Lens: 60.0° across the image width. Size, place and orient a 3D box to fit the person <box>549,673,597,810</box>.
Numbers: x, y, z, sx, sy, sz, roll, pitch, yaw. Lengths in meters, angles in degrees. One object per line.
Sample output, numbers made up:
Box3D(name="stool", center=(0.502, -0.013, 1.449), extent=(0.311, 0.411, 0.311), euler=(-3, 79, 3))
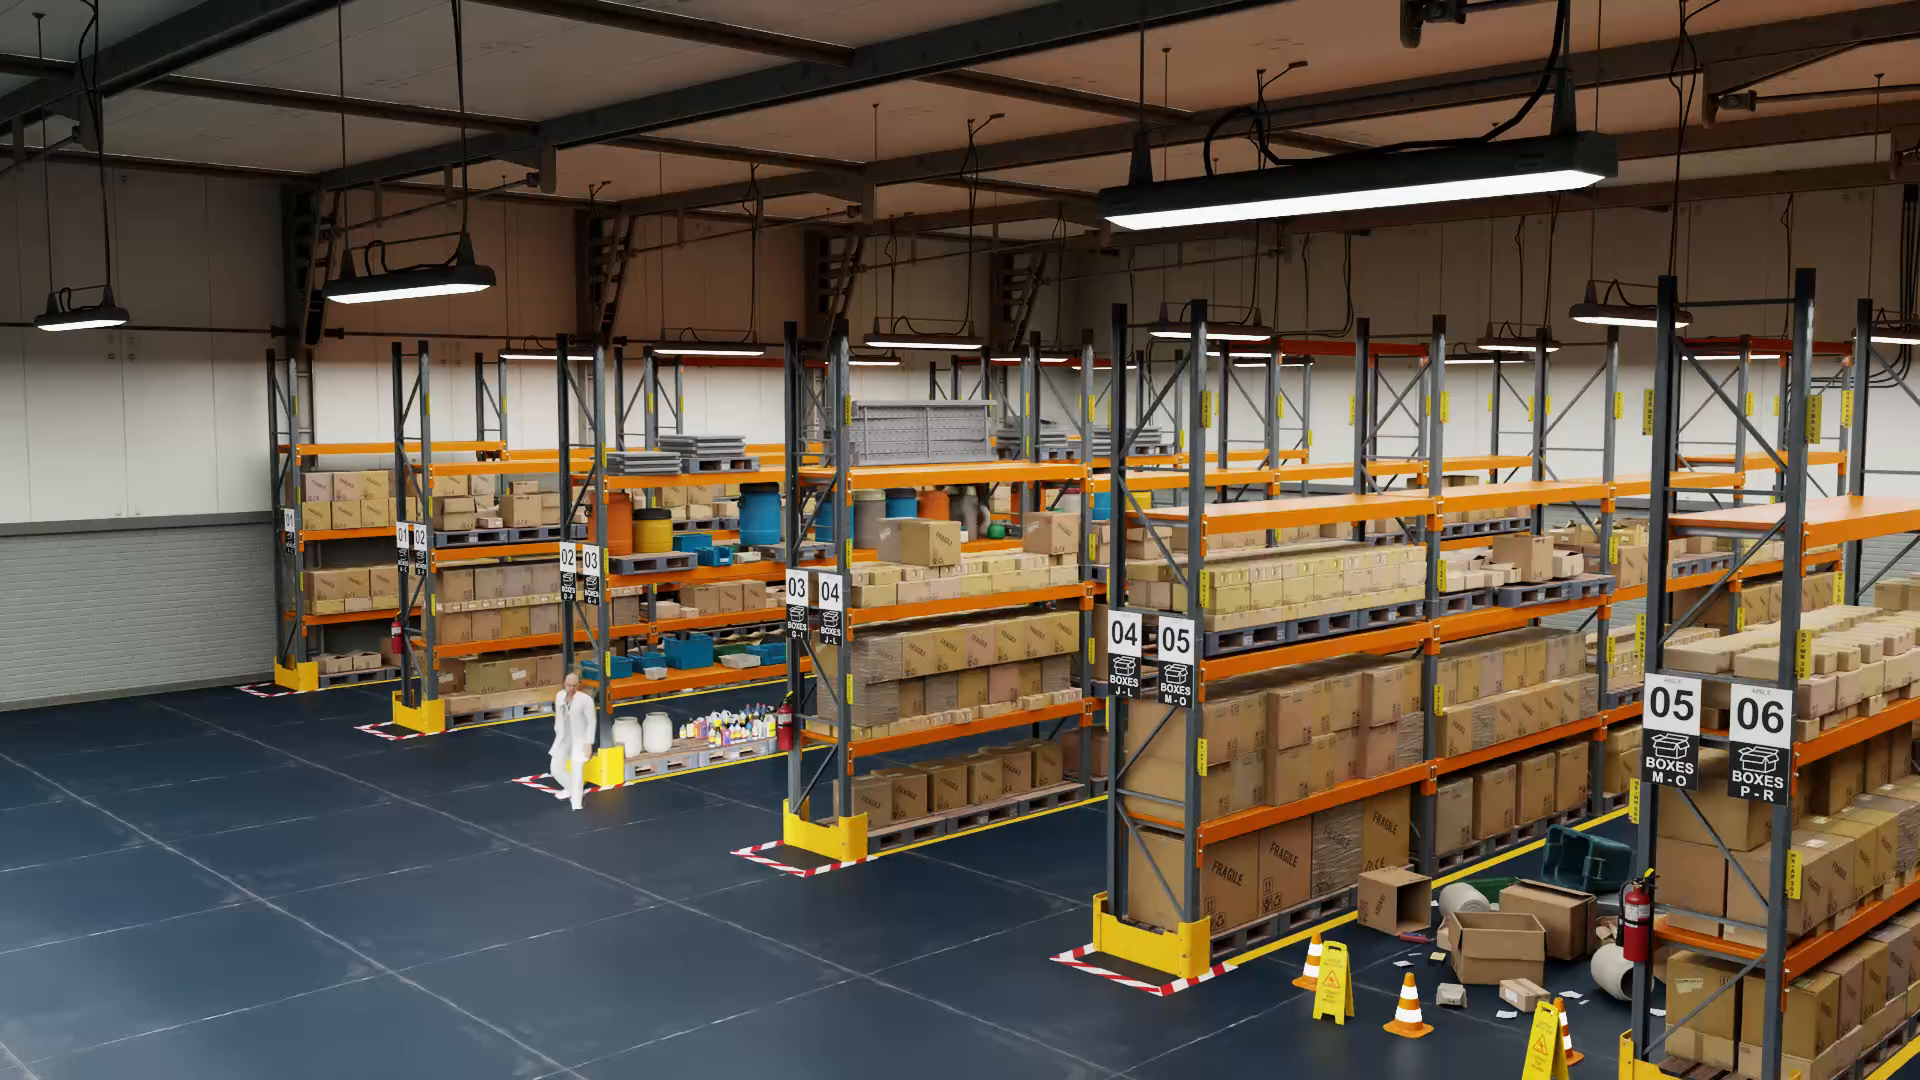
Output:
Box3D(name="person", center=(-4.820, 2.505, 20.783), extent=(0.742, 1.749, 0.568), euler=(2, 5, 18))
